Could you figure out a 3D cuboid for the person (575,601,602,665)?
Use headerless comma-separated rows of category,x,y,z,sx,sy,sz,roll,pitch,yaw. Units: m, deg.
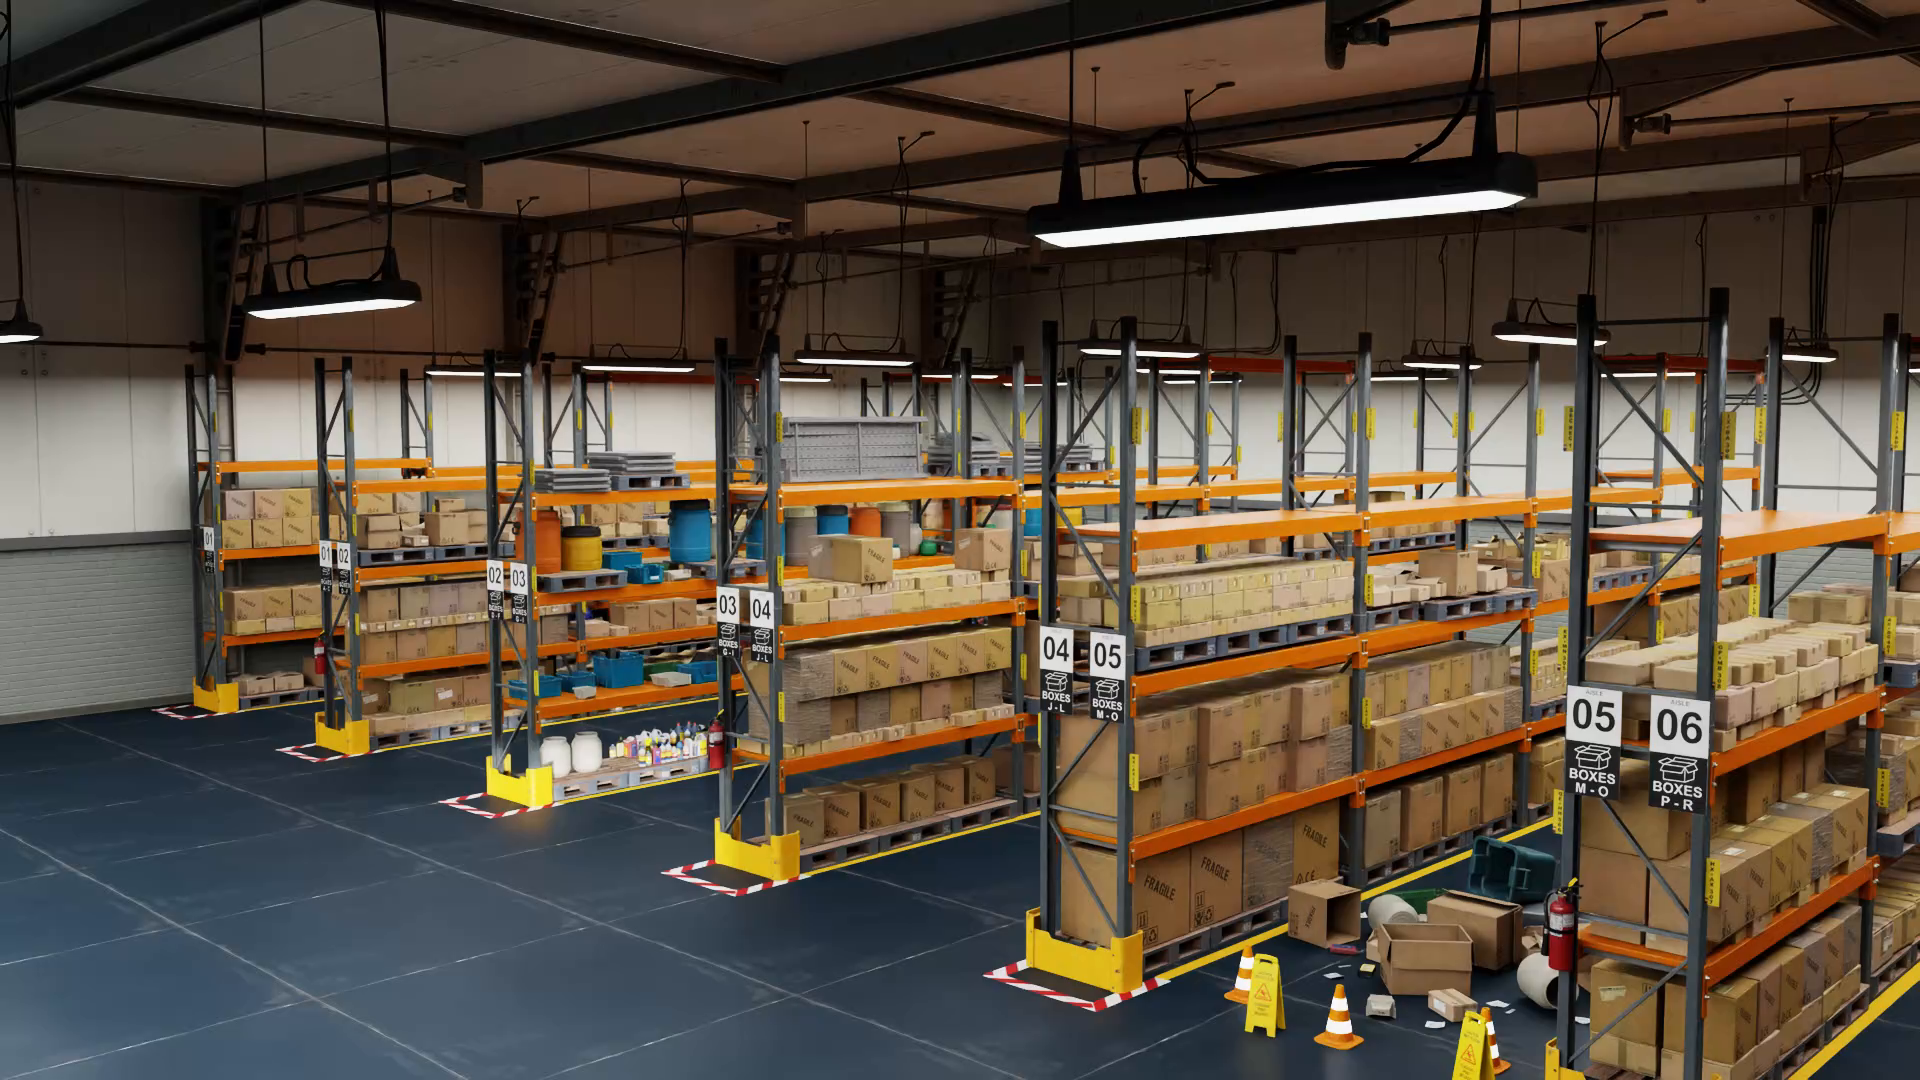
person,-7.149,1.909,31.767,0.518,1.657,0.474,-3,5,-35
